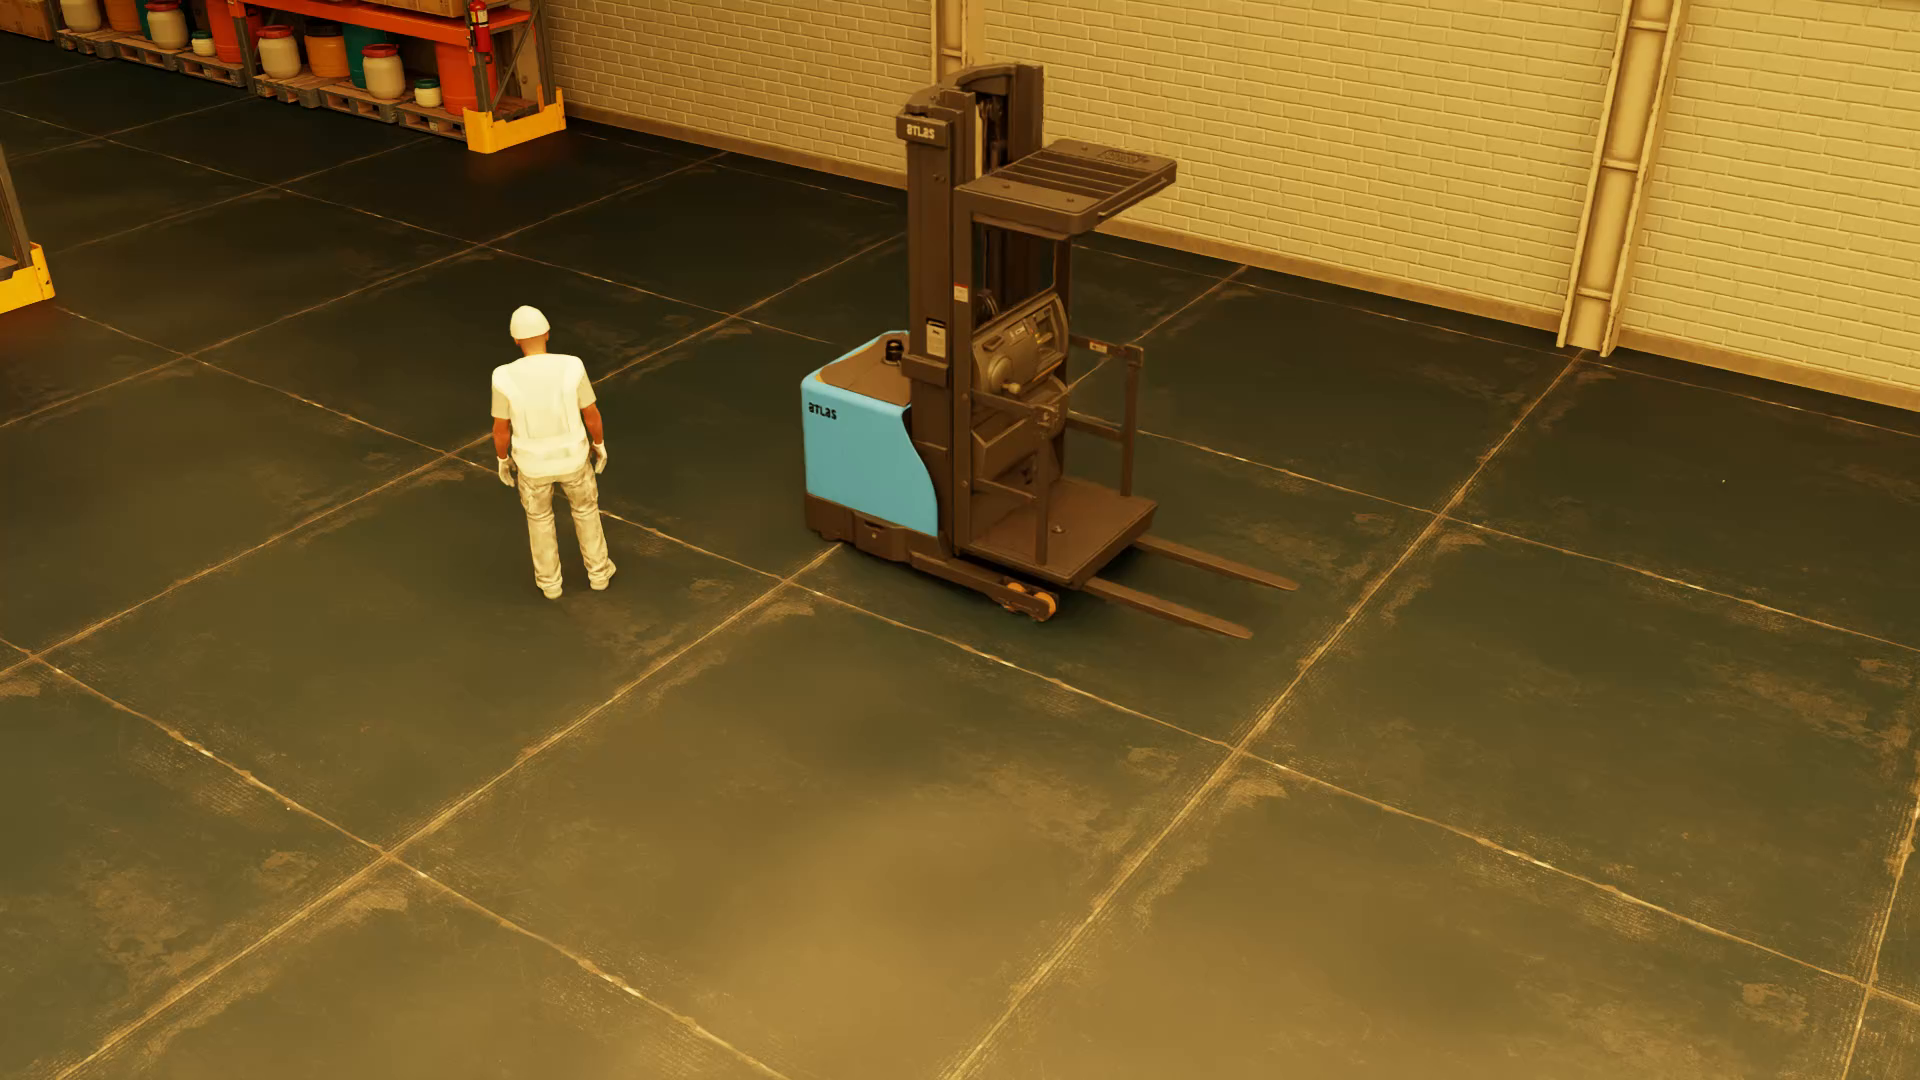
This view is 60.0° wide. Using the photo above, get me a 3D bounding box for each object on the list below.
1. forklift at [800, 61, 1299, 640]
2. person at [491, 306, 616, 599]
[{"bbox_3d":[0.522,-1.097,9.471,3.031,2.935,1.130,19,35,29],"label":"forklift"},{"bbox_3d":[-2.352,-0.489,9.582,0.617,1.772,0.453,-9,31,-14],"label":"person"}]
